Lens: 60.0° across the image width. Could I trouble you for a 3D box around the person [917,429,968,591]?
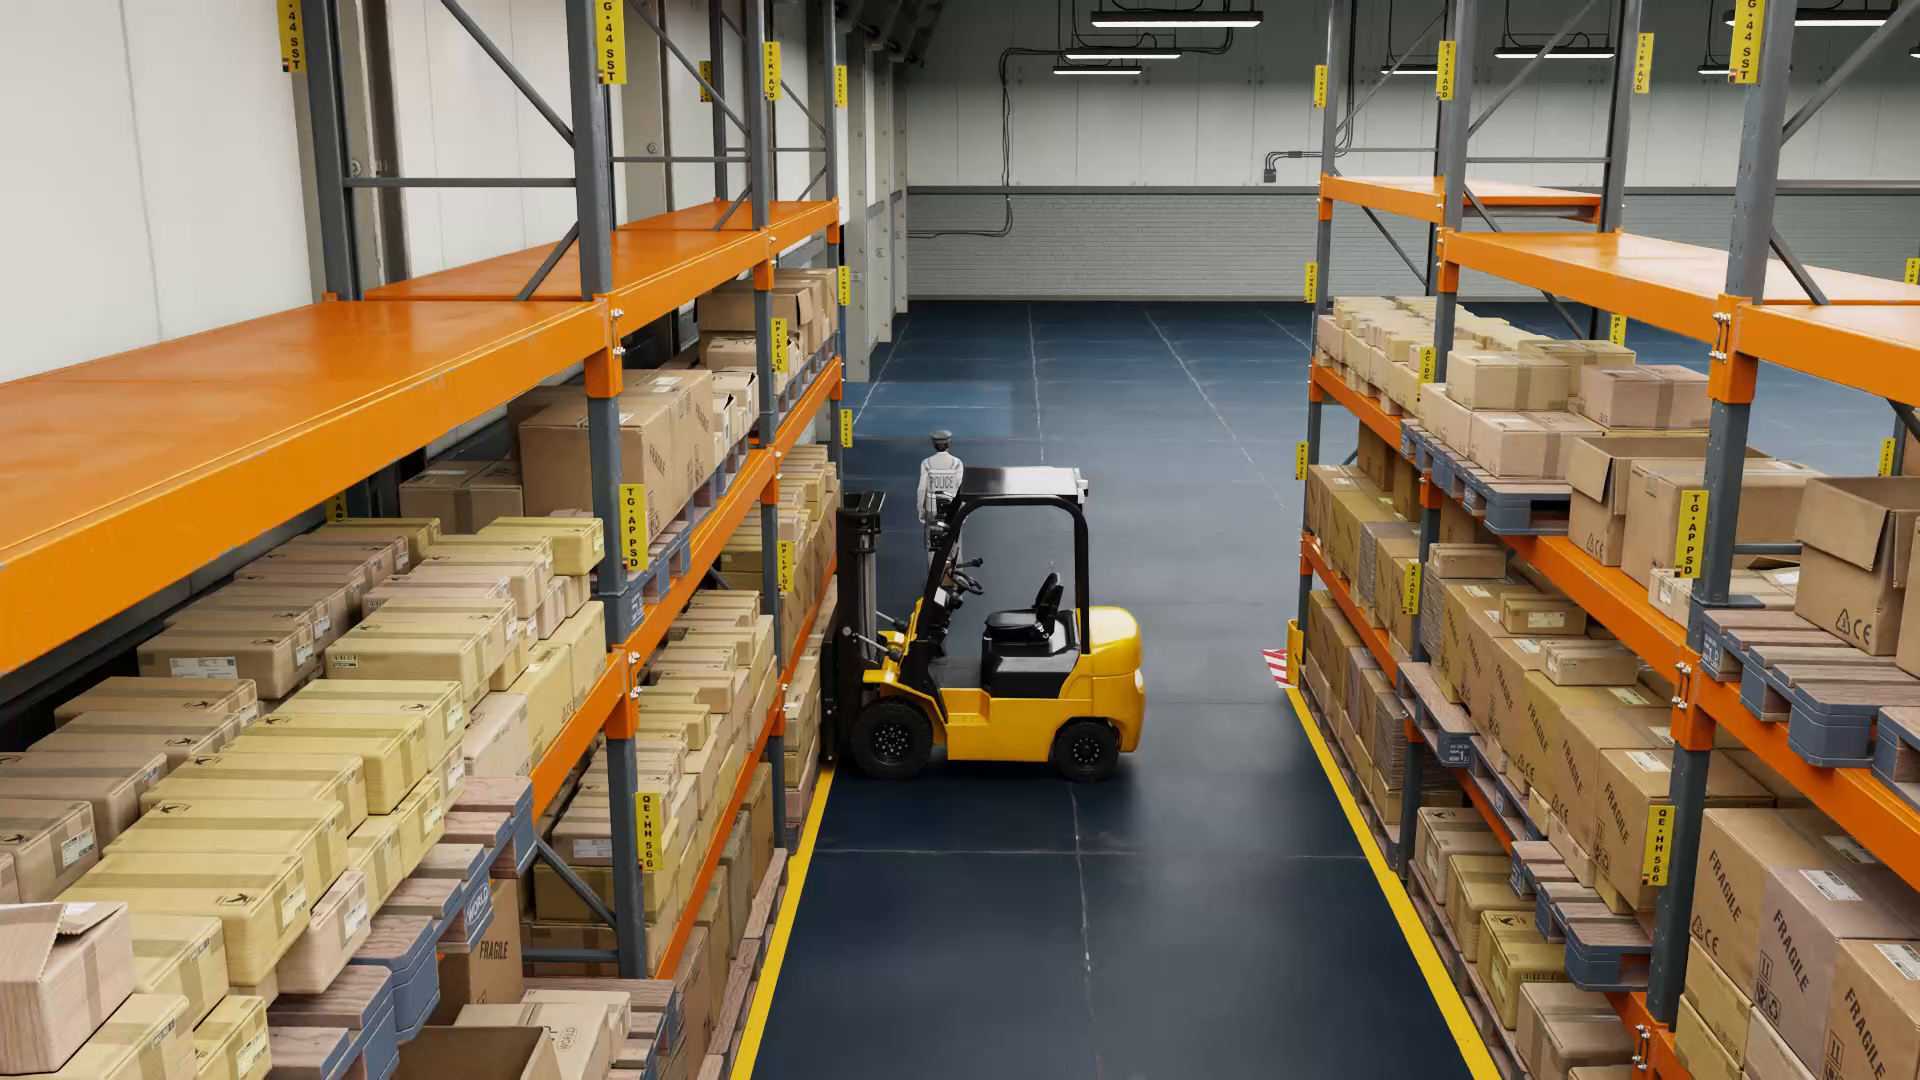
[{"bbox_3d":[-0.178,-0.294,17.172,0.529,1.663,0.374,0,14,2],"label":"person"}]
